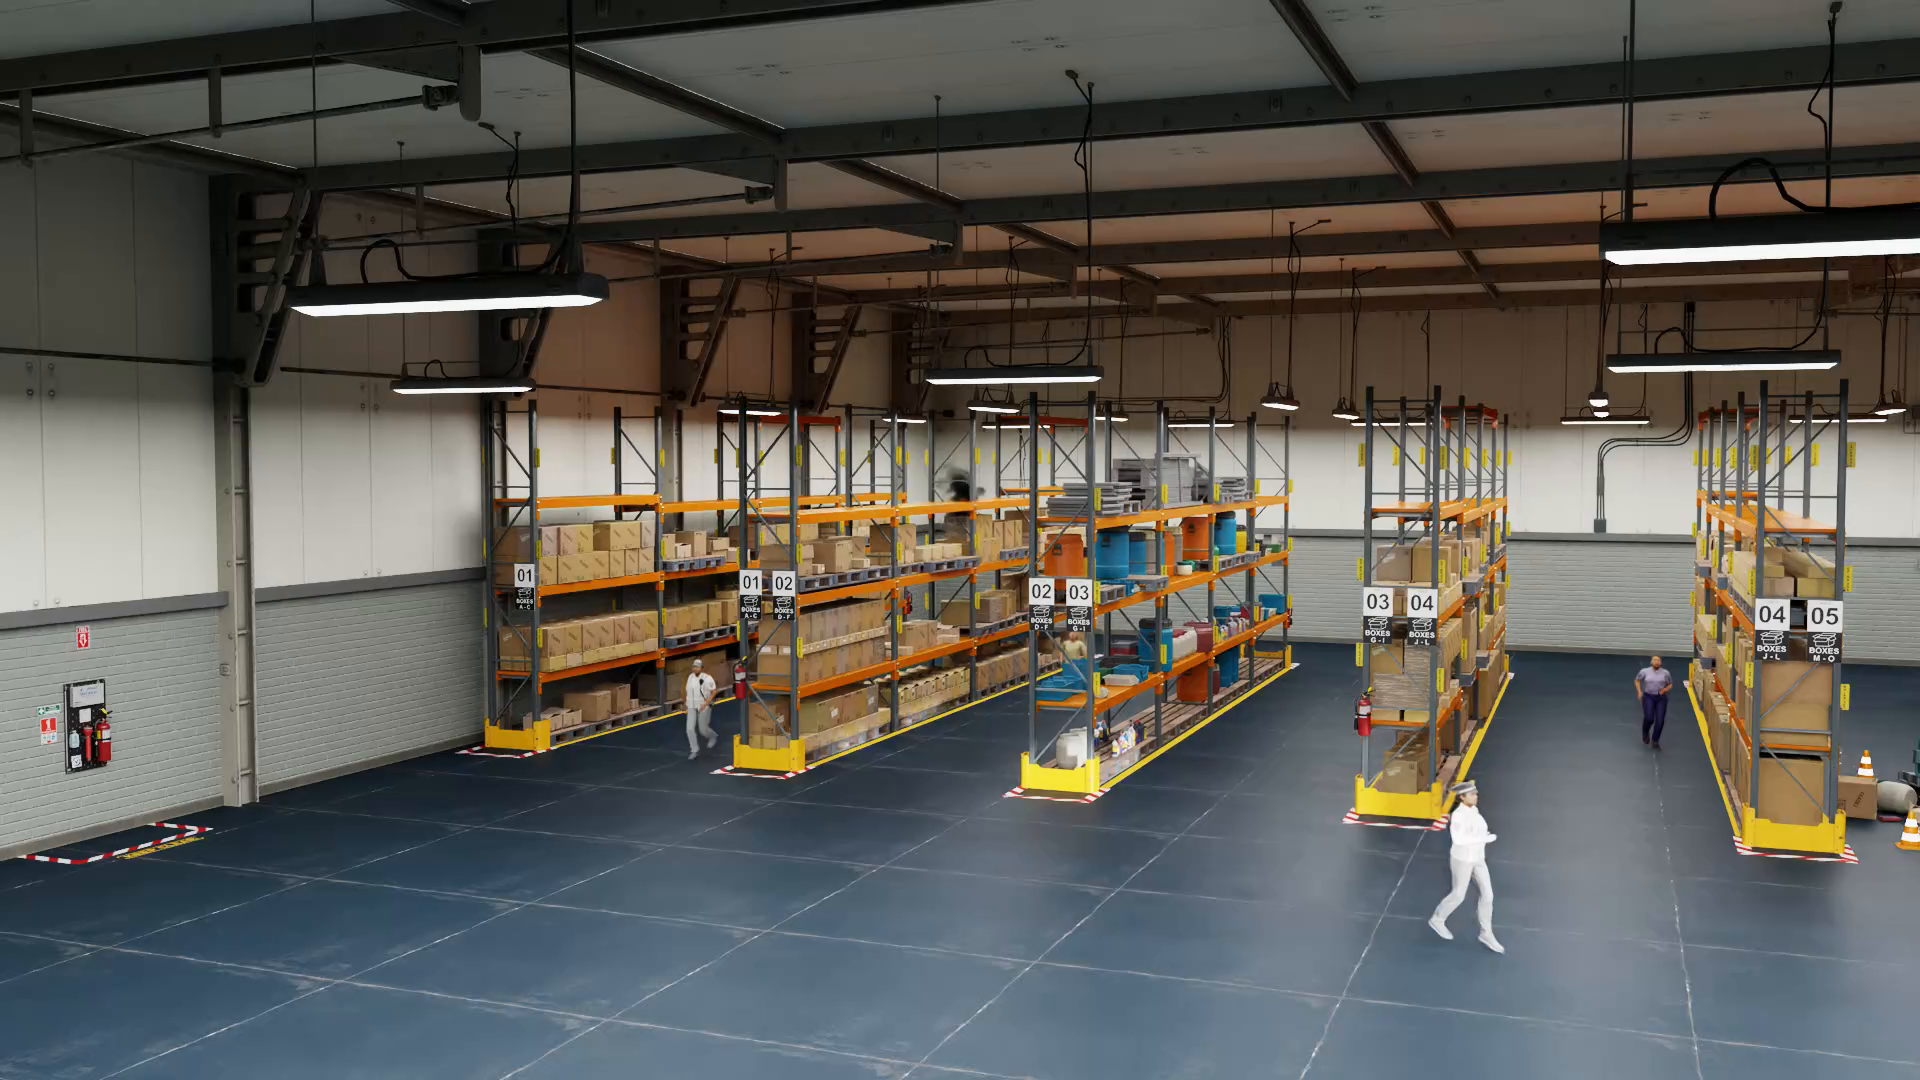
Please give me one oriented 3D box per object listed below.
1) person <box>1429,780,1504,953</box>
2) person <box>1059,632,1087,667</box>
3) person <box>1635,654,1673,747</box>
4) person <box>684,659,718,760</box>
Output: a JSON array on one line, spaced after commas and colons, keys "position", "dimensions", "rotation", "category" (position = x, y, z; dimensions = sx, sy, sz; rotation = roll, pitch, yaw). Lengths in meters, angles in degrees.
[{"position": [5.180, 3.298, 16.995], "dimensions": [0.600, 1.730, 0.785], "rotation": [-3, 4, -42], "category": "person"}, {"position": [2.233, 2.553, 33.028], "dimensions": [0.589, 1.635, 0.749], "rotation": [1, 3, 11], "category": "person"}, {"position": [11.976, 2.785, 28.665], "dimensions": [0.593, 1.592, 0.574], "rotation": [1, 3, 14], "category": "person"}, {"position": [-4.359, 2.822, 27.906], "dimensions": [0.623, 1.658, 0.692], "rotation": [1, 3, 19], "category": "person"}]
